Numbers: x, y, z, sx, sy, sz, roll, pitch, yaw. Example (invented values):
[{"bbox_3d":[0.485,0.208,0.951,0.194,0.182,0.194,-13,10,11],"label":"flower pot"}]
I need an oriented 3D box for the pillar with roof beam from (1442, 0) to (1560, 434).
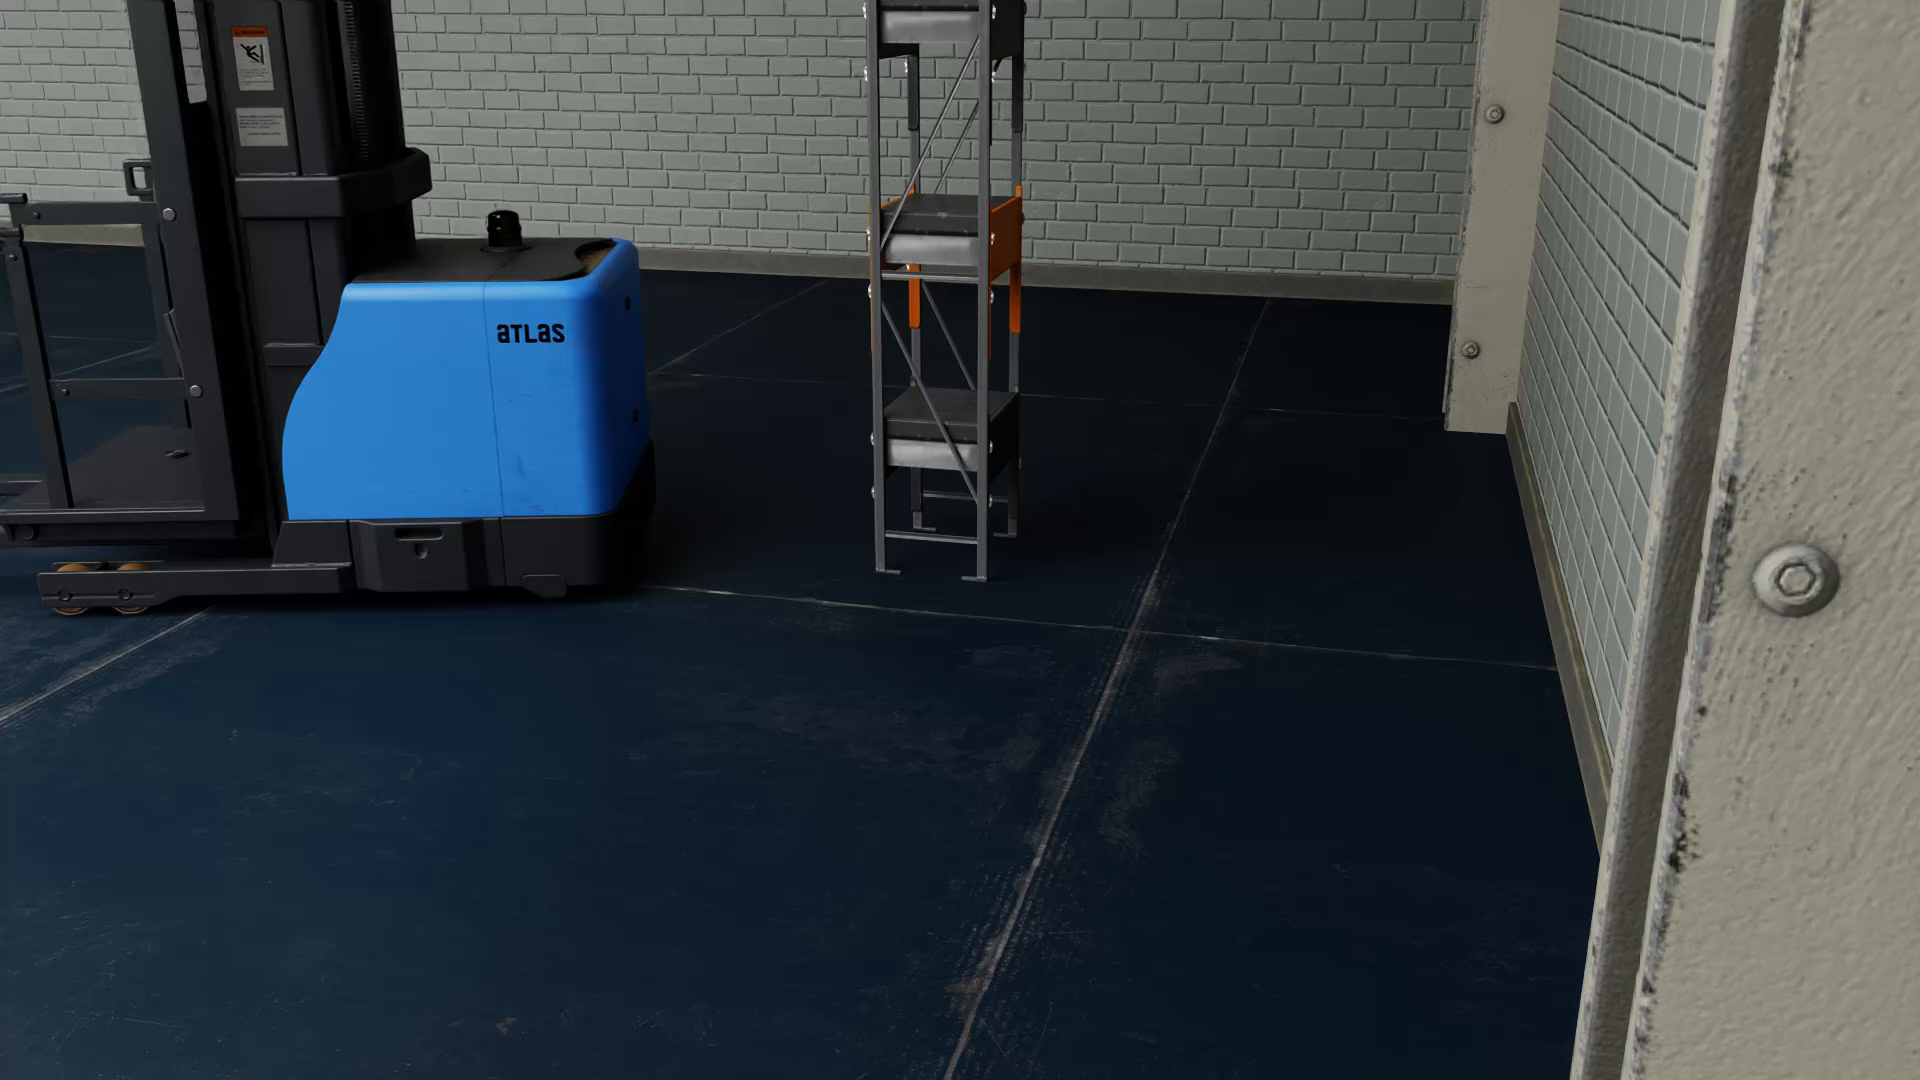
[{"bbox_3d":[-1.743,-5.154,7.355,9.100,9.000,0.400,5,19,13],"label":"pillar with roof beam"}]

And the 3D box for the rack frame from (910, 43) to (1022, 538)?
[{"bbox_3d":[0.019,-1.018,5.920,0.400,2.100,0.015,5,19,13],"label":"rack frame"}]

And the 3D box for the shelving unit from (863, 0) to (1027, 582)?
[{"bbox_3d":[-0.040,-0.942,5.696,0.431,2.100,0.503,5,19,13],"label":"shelving unit"}]

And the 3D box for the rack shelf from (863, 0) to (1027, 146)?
[{"bbox_3d":[-0.040,-1.591,5.474,0.431,0.518,0.480,5,19,13],"label":"rack shelf"}]

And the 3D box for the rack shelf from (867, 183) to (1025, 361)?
[{"bbox_3d":[-0.040,-0.929,5.701,0.431,0.518,0.480,5,19,13],"label":"rack shelf"}]

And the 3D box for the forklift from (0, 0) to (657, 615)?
[{"bbox_3d":[-2.663,-1.315,5.502,3.031,2.935,1.130,-1,19,-3],"label":"forklift"}]

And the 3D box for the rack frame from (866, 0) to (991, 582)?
[{"bbox_3d":[-0.100,-0.865,5.472,0.400,2.100,0.015,5,19,13],"label":"rack frame"}]

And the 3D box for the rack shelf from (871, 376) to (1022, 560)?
[{"bbox_3d":[-0.040,-0.266,5.927,0.431,0.518,0.480,5,19,13],"label":"rack shelf"}]
